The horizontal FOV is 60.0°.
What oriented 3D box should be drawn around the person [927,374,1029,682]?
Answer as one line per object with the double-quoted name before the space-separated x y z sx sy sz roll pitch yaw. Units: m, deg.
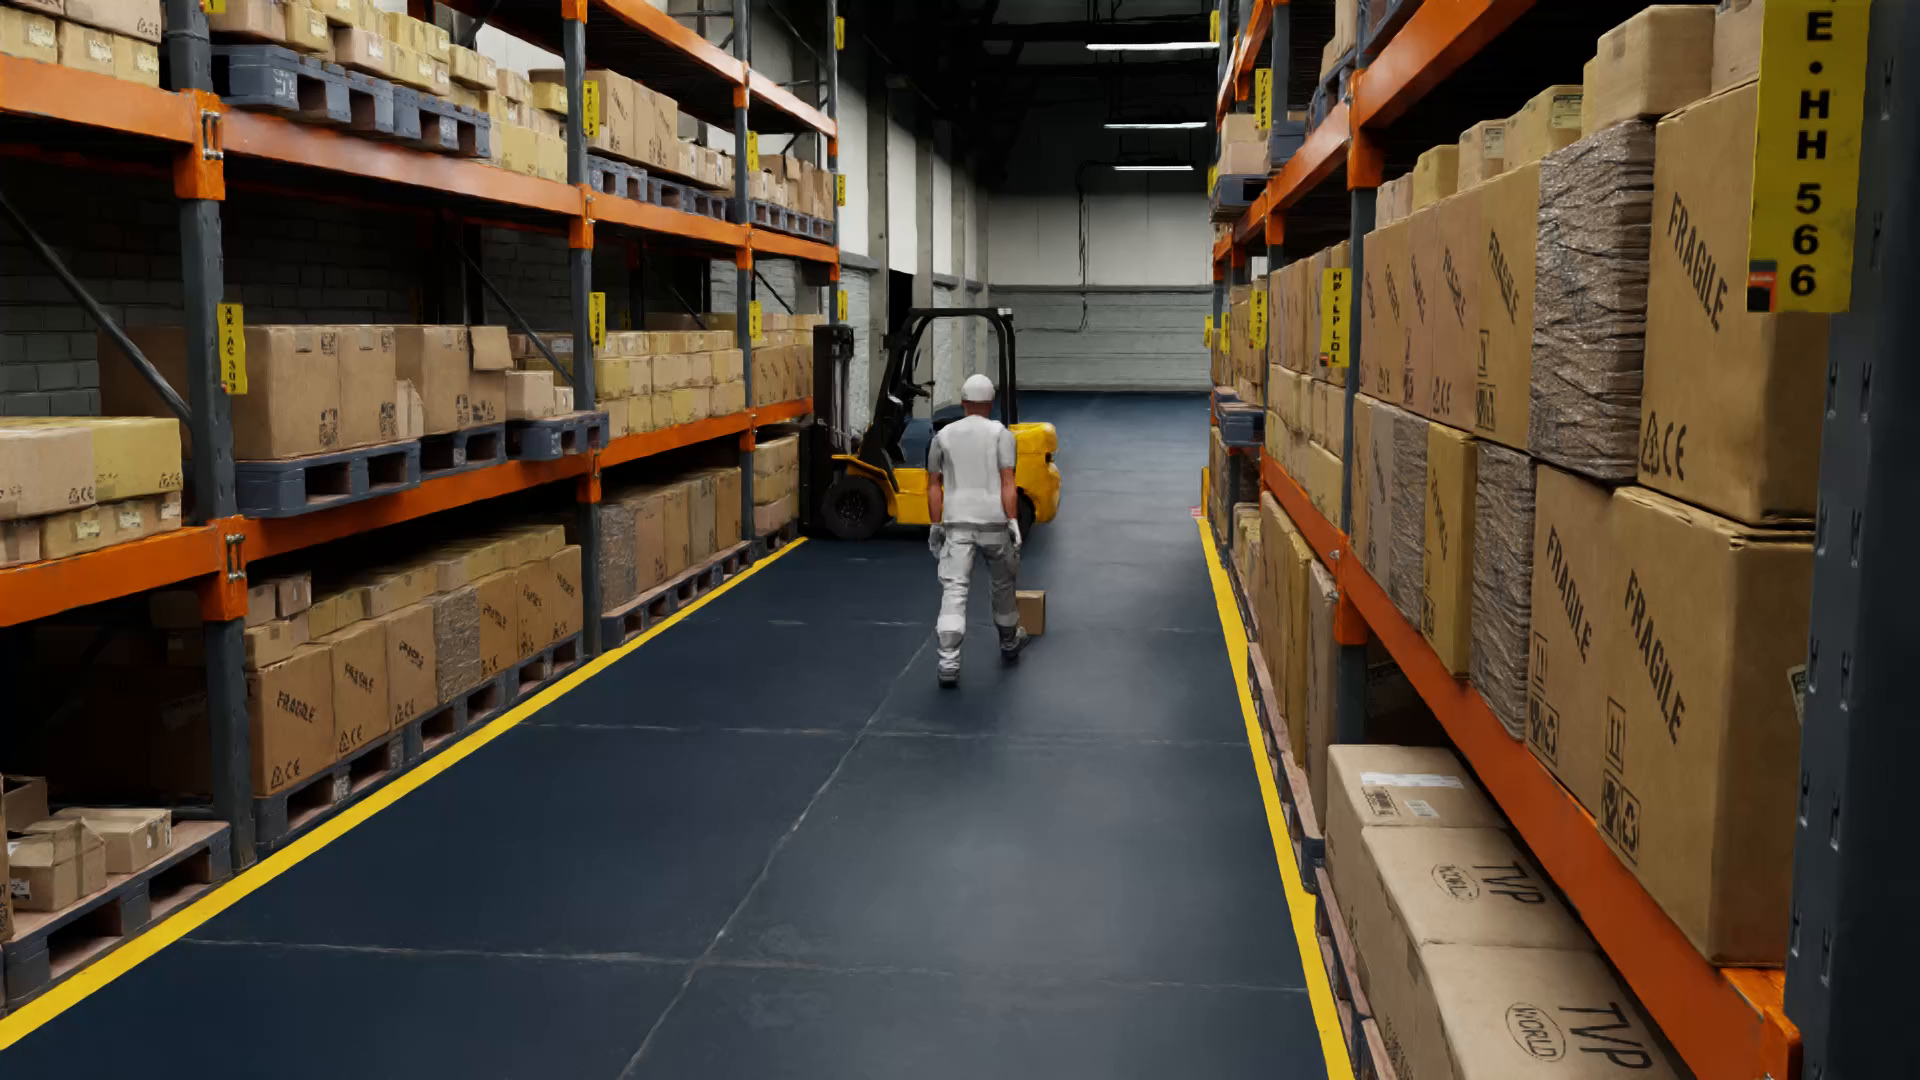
"person" 0.104 -0.105 9.634 0.581 1.708 1.102 2 8 11
